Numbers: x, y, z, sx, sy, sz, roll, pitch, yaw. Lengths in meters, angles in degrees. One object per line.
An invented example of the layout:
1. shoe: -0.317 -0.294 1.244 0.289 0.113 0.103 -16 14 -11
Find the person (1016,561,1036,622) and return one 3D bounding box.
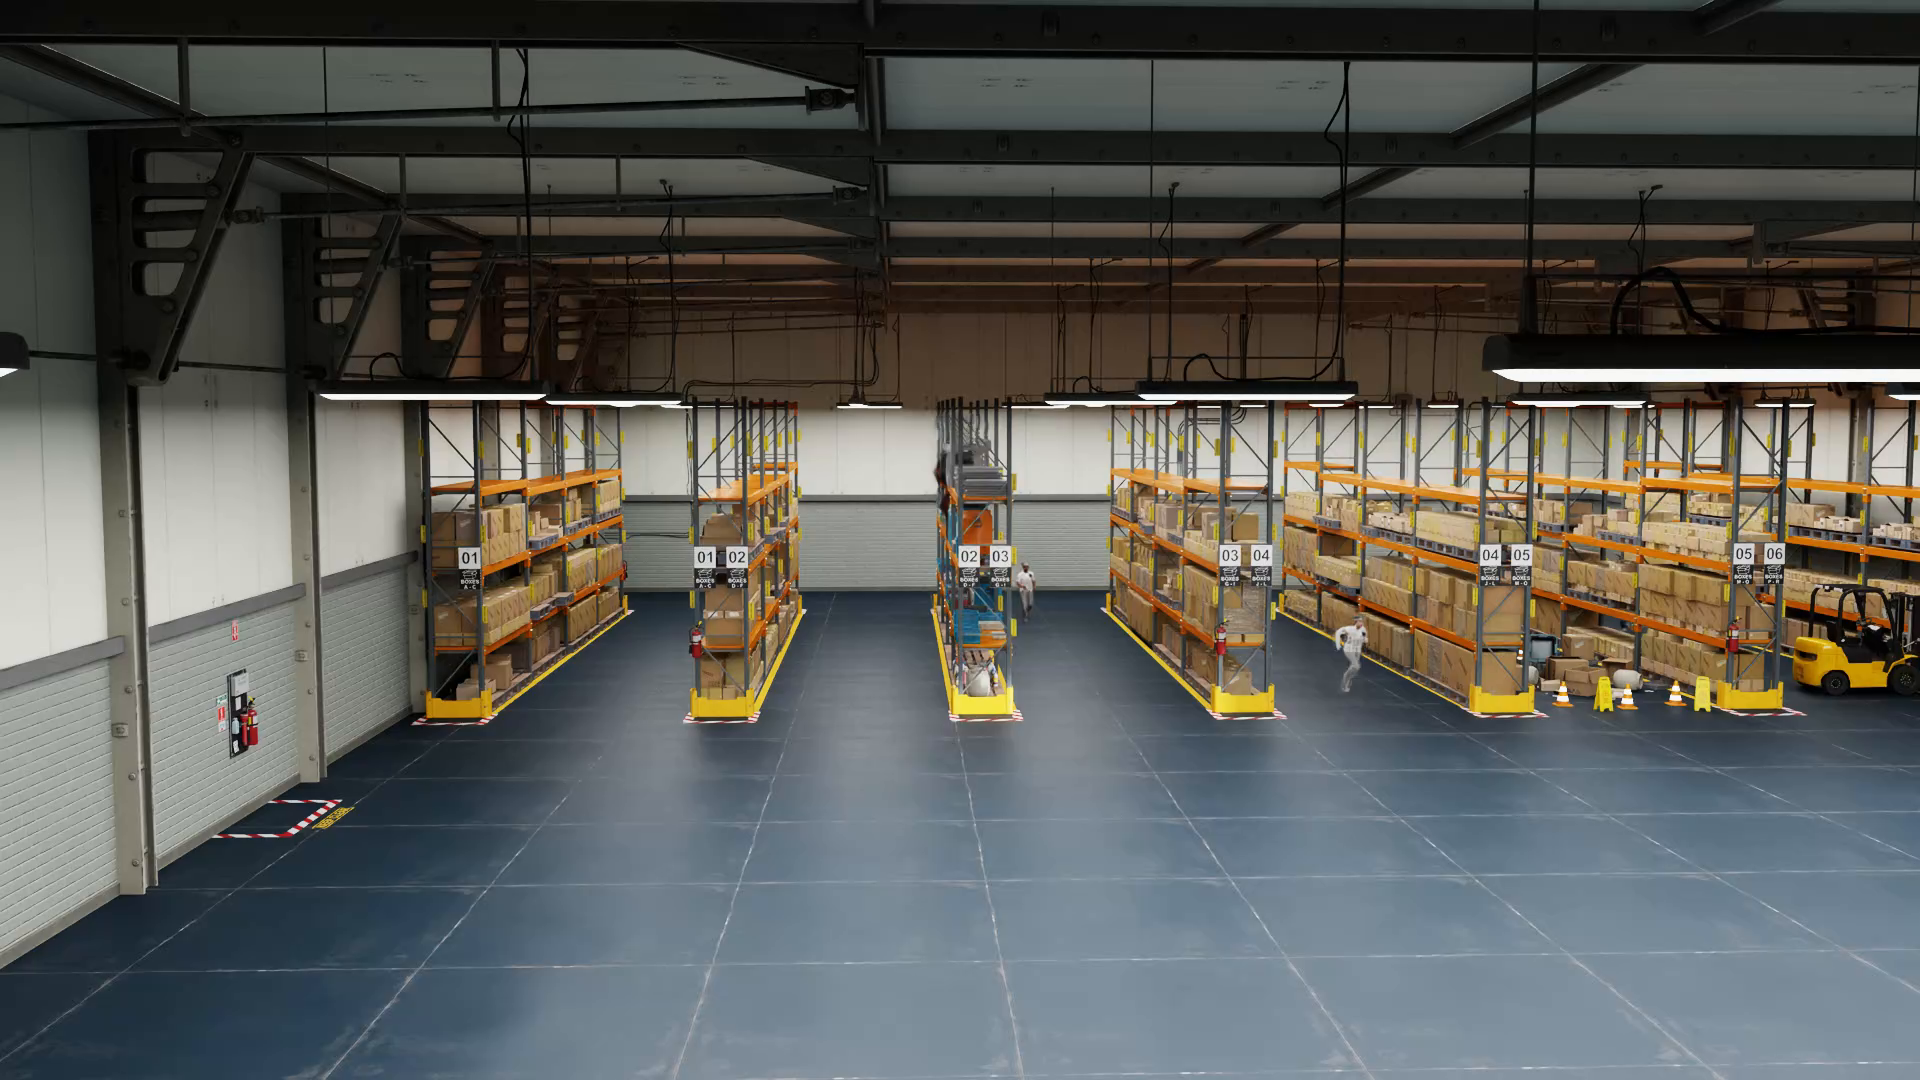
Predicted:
1. person: 1.818 1.407 45.249 0.570 1.661 0.548 -1 4 -8

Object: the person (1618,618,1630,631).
1. person: 17.244 1.585 43.478 0.521 1.567 0.540 -1 5 -15

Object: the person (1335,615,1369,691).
1. person: 8.004 2.301 33.827 0.600 1.609 0.756 -2 5 -26

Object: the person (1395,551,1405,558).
1. person: 13.279 0.997 50.311 0.747 1.754 0.579 -2 5 -22
